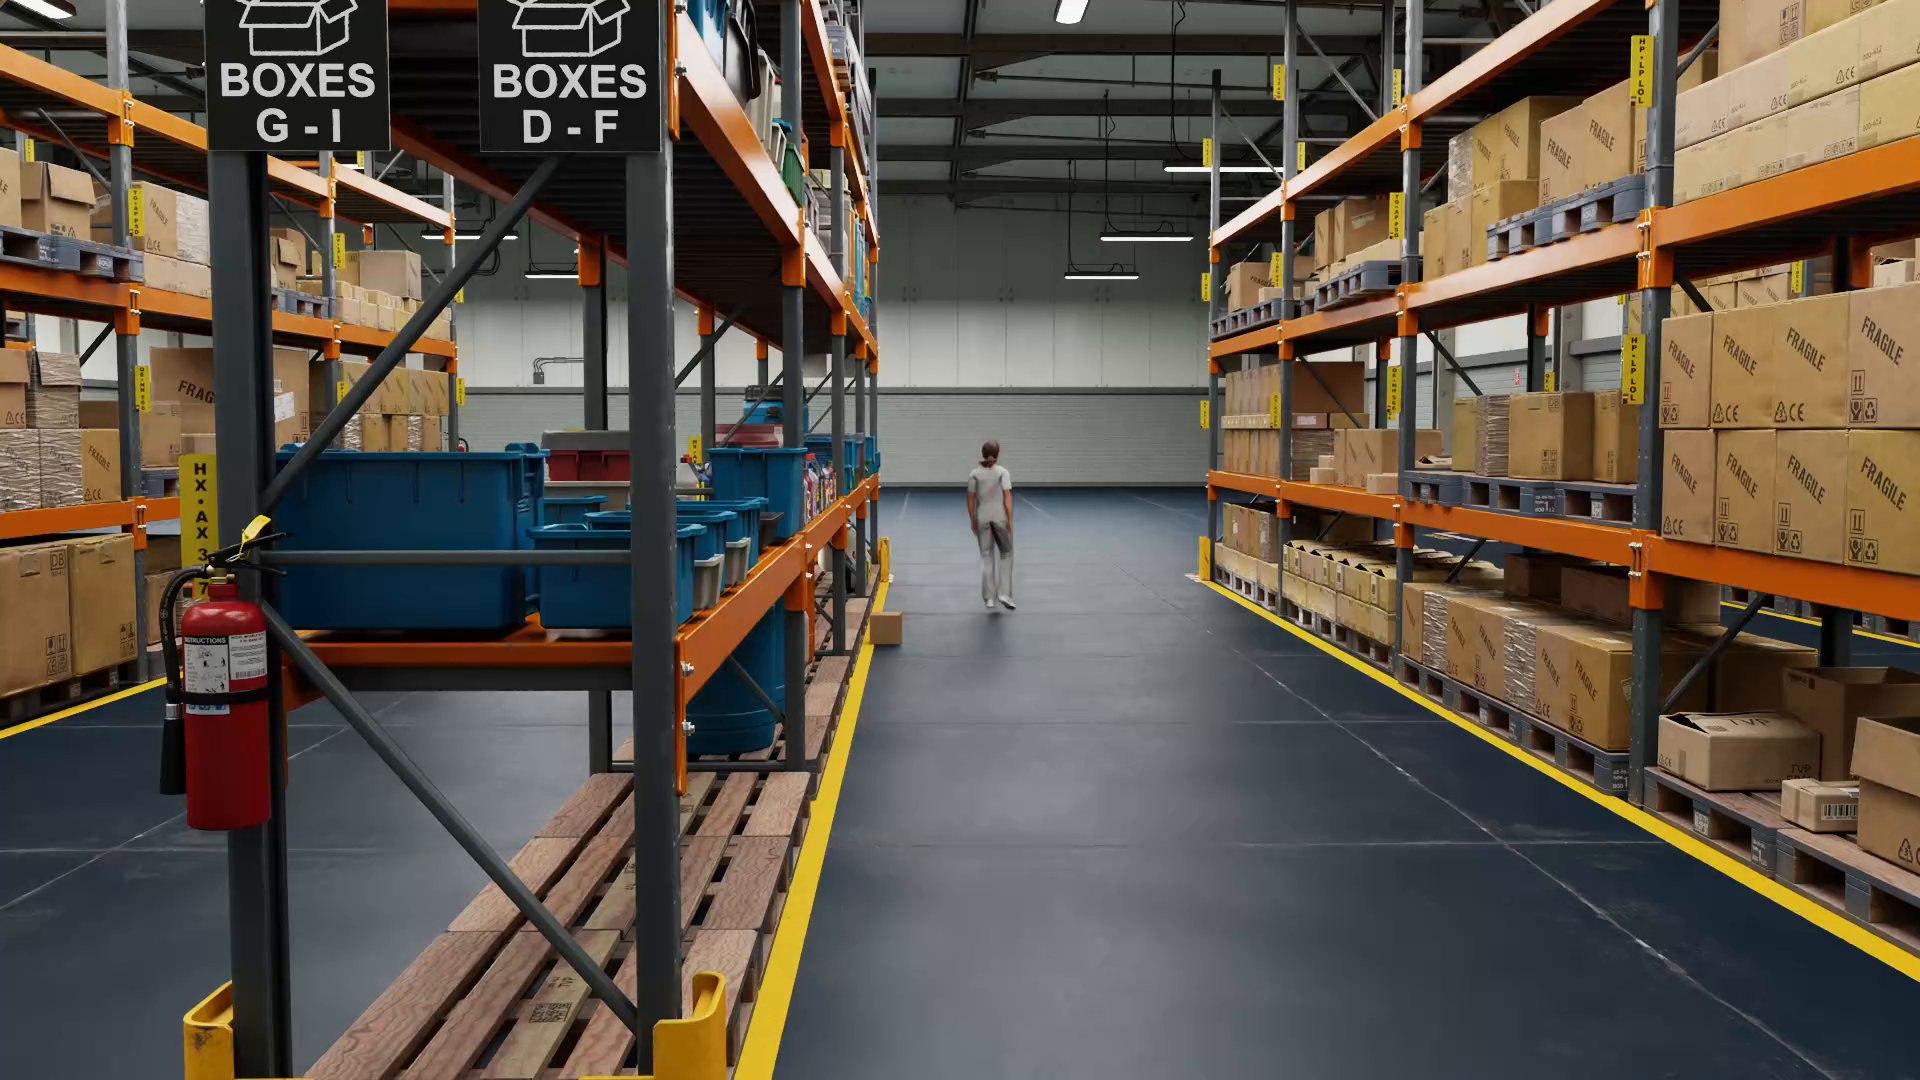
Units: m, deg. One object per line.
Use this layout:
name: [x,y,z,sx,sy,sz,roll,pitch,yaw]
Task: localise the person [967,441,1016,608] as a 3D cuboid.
person: [0.301,-0.132,16.529,0.474,1.711,0.635,1,4,8]
